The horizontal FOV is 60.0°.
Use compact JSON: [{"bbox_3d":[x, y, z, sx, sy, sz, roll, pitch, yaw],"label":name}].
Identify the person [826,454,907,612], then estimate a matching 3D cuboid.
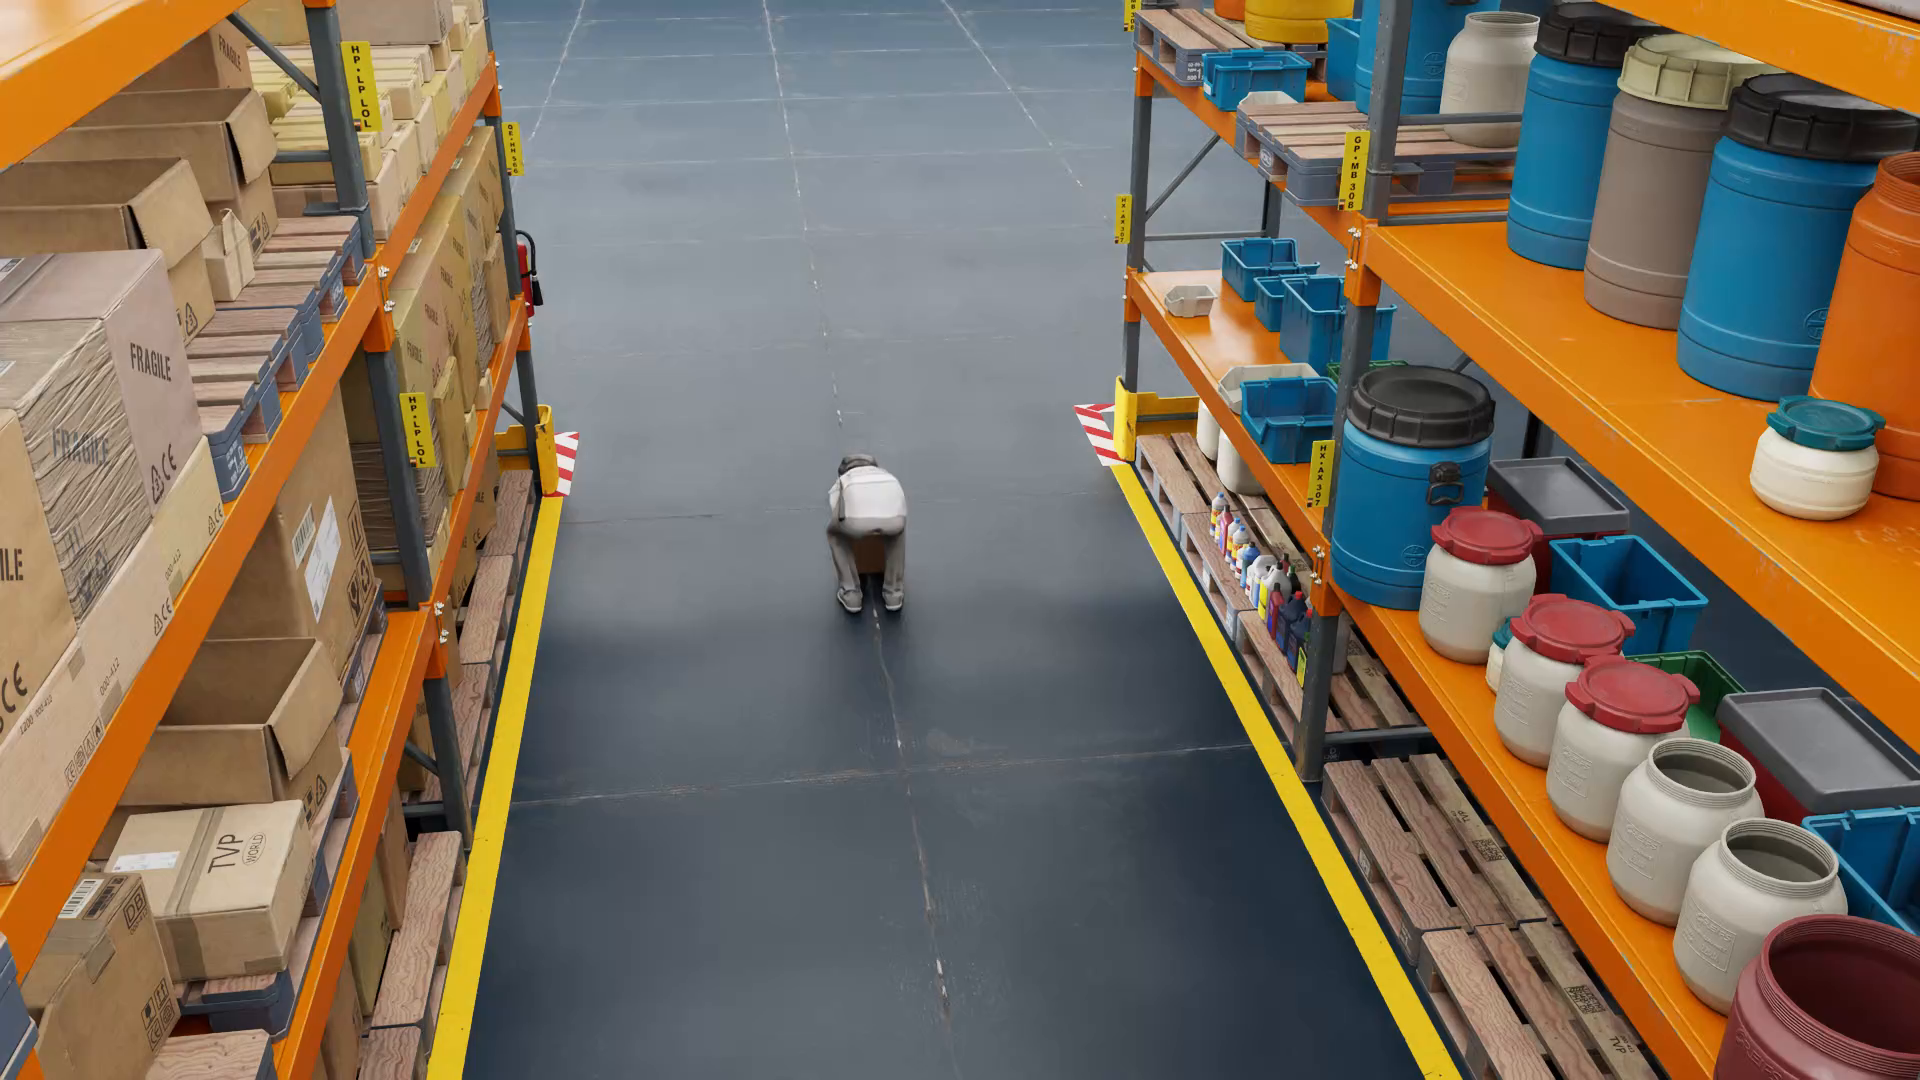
[{"bbox_3d":[-0.546,-0.072,9.674,0.469,0.842,0.880,-5,28,-9],"label":"person"}]
